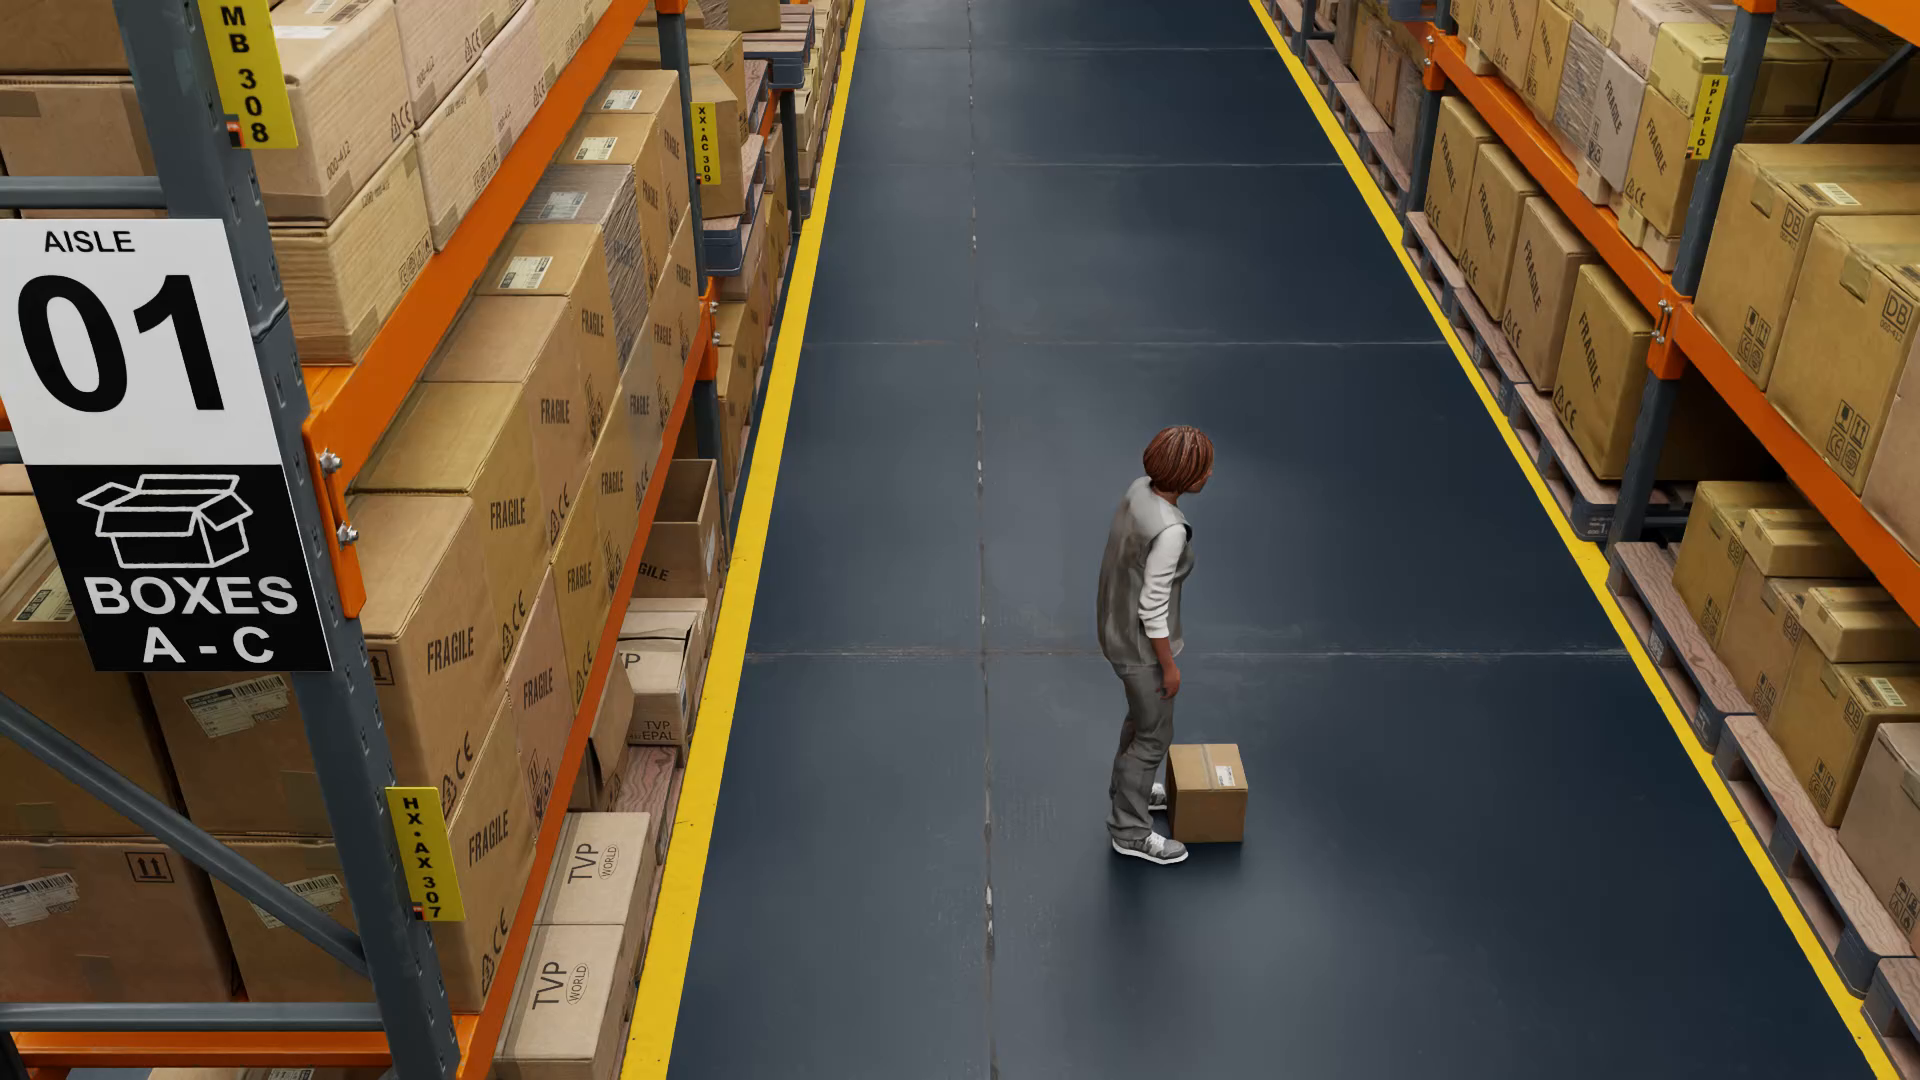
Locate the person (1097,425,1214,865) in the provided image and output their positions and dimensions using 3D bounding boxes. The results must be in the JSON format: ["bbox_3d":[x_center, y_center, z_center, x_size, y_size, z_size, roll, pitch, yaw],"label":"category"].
[{"bbox_3d":[0.650,0.340,5.600,0.370,1.594,0.485,-2,32,-3],"label":"person"}]
